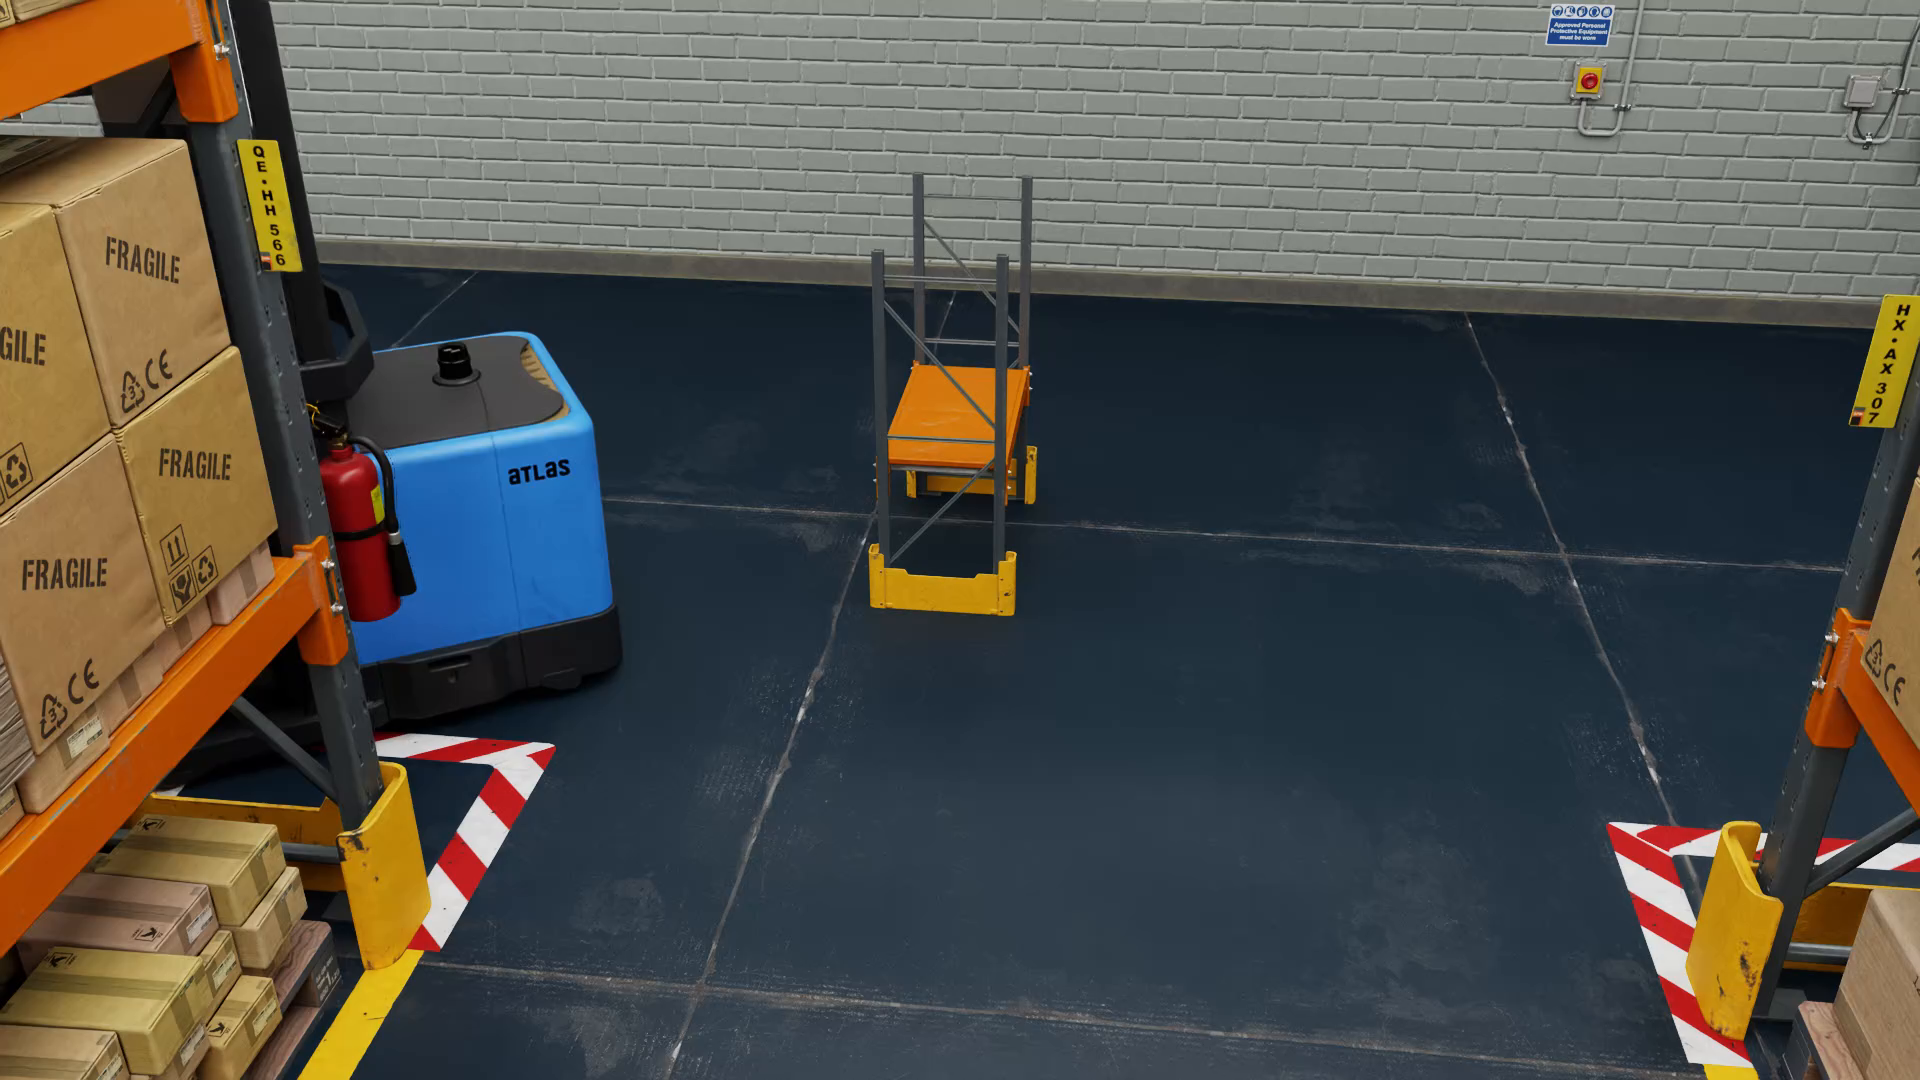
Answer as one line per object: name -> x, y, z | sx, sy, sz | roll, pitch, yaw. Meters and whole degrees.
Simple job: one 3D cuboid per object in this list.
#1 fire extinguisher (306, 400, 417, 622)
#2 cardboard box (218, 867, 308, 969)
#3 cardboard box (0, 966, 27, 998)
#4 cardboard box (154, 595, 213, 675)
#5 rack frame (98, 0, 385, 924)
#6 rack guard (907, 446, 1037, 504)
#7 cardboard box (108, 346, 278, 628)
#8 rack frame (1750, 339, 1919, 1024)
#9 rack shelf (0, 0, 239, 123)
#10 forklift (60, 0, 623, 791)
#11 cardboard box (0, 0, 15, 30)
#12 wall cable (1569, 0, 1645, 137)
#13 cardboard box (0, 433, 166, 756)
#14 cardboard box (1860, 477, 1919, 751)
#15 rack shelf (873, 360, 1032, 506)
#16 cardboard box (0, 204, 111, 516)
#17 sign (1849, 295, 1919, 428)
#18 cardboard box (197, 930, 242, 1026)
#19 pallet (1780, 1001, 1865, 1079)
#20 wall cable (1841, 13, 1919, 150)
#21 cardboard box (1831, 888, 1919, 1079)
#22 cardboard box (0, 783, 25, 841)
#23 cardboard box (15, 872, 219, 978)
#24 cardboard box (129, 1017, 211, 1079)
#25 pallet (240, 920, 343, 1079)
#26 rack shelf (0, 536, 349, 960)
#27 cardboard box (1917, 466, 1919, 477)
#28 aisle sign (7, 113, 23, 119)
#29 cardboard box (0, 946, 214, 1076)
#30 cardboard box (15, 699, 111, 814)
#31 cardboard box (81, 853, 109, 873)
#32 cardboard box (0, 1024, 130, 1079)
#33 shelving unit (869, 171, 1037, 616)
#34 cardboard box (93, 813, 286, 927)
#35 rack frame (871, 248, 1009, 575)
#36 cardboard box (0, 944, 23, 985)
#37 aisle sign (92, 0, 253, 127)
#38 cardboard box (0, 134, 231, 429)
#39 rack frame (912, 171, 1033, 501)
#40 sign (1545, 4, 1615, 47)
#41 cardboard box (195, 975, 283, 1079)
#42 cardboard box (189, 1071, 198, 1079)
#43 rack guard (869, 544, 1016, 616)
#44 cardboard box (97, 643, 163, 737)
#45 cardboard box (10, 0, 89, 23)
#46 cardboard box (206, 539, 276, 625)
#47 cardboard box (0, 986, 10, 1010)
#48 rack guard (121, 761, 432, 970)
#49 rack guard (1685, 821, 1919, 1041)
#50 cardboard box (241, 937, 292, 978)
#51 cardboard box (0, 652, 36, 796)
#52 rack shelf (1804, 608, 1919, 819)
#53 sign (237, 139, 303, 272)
fire extinguisher -> -1.732, -0.094, 4.737 | 0.296, 0.674, 0.183 | 3, 28, 6
cardboard box -> -2.002, 1.004, 4.474 | 0.380, 0.149, 0.250 | 3, 28, 5
cardboard box -> -2.629, 1.096, 4.303 | 0.380, 0.149, 0.250 | 3, 28, 6
cardboard box -> -2.048, 0.195, 3.991 | 0.380, 0.149, 0.250 | 3, 28, 6
rack frame -> -2.221, -0.201, 4.460 | 1.000, 3.000, 0.127 | 3, 28, 6
rack guard -> 0.052, -0.309, 7.559 | 0.587, 0.250, 0.087 | 3, 28, 6
cardboard box -> -2.020, -0.149, 3.945 | 0.500, 0.500, 0.500 | 4, 29, 7
rack frame -> 2.704, 0.039, 4.014 | 1.000, 3.000, 0.127 | 3, 28, 6
rack shelf -> -2.466, -0.263, 2.172 | 1.077, 0.370, 4.000 | 3, 28, 6
forklift -> -2.833, -0.684, 5.429 | 3.031, 2.935, 1.130 | -12, 31, -22
cardboard box -> -2.069, -0.985, 2.912 | 0.500, 0.250, 0.500 | 3, 28, 6
wall cable -> 3.372, -3.077, 8.695 | 0.585, 1.953, 0.123 | 3, 28, 6
cardboard box -> -2.089, 0.093, 3.496 | 0.500, 0.500, 0.500 | 3, 28, 5
cardboard box -> 2.361, 0.205, 3.602 | 0.500, 0.500, 0.500 | 3, 28, 6
rack shelf -> -0.010, -0.462, 6.905 | 0.538, 0.185, 1.000 | 3, 28, 6
cardboard box -> -2.092, -0.348, 3.259 | 0.500, 0.500, 0.500 | 2, 28, 4
sign -> 2.154, -0.412, 3.855 | 0.100, 0.325, 0.005 | 3, 28, 6
cardboard box -> -2.088, 1.123, 4.251 | 0.380, 0.149, 0.250 | 3, 28, 5
pallet -> 2.684, 1.648, 3.969 | 1.003, 0.211, 1.213 | 3, 28, 6
wall cable -> 4.781, -2.987, 8.560 | 0.588, 1.984, 0.122 | 3, 28, 6
cardboard box -> 2.723, 1.299, 3.935 | 0.875, 0.438, 0.875 | 2, 28, 4
cardboard box -> -2.133, 0.557, 3.318 | 0.380, 0.149, 0.250 | 2, 28, 4
cardboard box -> -2.122, 0.986, 4.192 | 0.380, 0.149, 0.250 | 4, 29, 7
cardboard box -> -2.064, 1.248, 4.020 | 0.380, 0.149, 0.250 | 2, 28, 4
pallet -> -2.365, 1.443, 4.349 | 1.003, 0.211, 1.213 | 3, 28, 6
rack shelf -> -2.466, 1.057, 2.883 | 1.077, 0.370, 4.000 | 3, 28, 6
cardboard box -> 2.363, -0.235, 3.365 | 0.500, 0.500, 0.500 | 3, 28, 5
aisle sign -> -2.509, -1.397, 3.940 | 0.394, 0.787, 0.004 | 3, 28, 6
cardboard box -> -2.028, 1.116, 3.952 | 0.380, 0.149, 0.250 | 3, 28, 5
cardboard box -> -2.072, 0.435, 3.545 | 0.380, 0.149, 0.250 | 4, 29, 8
cardboard box -> -2.540, 0.970, 4.536 | 0.380, 0.149, 0.250 | 5, 29, 8
cardboard box -> -2.122, 1.234, 3.733 | 0.380, 0.149, 0.250 | 2, 28, 4
shelving unit -> -0.009, -0.624, 6.828 | 0.587, 1.500, 1.083 | 3, 28, 6
cardboard box -> -2.034, 0.871, 4.406 | 0.380, 0.149, 0.250 | 4, 29, 7
rack frame -> -0.073, -0.381, 6.376 | 0.500, 1.500, 0.032 | 3, 28, 6
cardboard box -> -2.537, 0.971, 4.220 | 0.380, 0.149, 0.250 | 4, 29, 7
aisle sign -> -1.914, -1.362, 3.875 | 0.394, 0.787, 0.004 | 3, 28, 6
cardboard box -> -2.030, -0.586, 3.702 | 0.500, 0.500, 0.500 | 3, 28, 5
rack frame -> 0.052, -0.859, 7.264 | 0.500, 1.500, 0.032 | 3, 28, 6
sign -> 3.332, -2.767, 8.938 | 0.327, 0.218, 0.001 | 3, 28, 6
cardboard box -> -2.009, 1.256, 4.318 | 0.380, 0.149, 0.250 | 4, 29, 8
cardboard box -> -2.127, 1.376, 4.097 | 0.380, 0.149, 0.250 | 3, 28, 6
rack guard -> -0.070, 0.160, 6.689 | 0.587, 0.250, 0.087 | 3, 28, 6
cardboard box -> -2.064, 0.314, 3.770 | 0.380, 0.149, 0.250 | 3, 28, 6
cardboard box -> -2.014, -1.226, 3.358 | 0.500, 0.250, 0.500 | 3, 28, 5
cardboard box -> -1.980, 0.080, 4.204 | 0.380, 0.149, 0.250 | 3, 28, 6
cardboard box -> -2.571, 1.216, 4.079 | 0.380, 0.149, 0.250 | 4, 29, 7
rack guard -> -2.230, 0.935, 4.986 | 1.175, 0.500, 0.348 | 3, 28, 6
rack guard -> 2.707, 1.129, 4.628 | 1.175, 0.500, 0.348 | 3, 28, 6
cardboard box -> -2.078, 1.129, 4.554 | 0.380, 0.149, 0.250 | 4, 29, 7
cardboard box -> -2.141, 0.332, 3.052 | 0.500, 0.500, 0.500 | 3, 29, 6
rack shelf -> 2.459, 1.298, 2.437 | 1.077, 0.370, 4.000 | 3, 28, 6
sign -> -1.672, -0.808, 4.033 | 0.100, 0.325, 0.005 | 3, 28, 6
